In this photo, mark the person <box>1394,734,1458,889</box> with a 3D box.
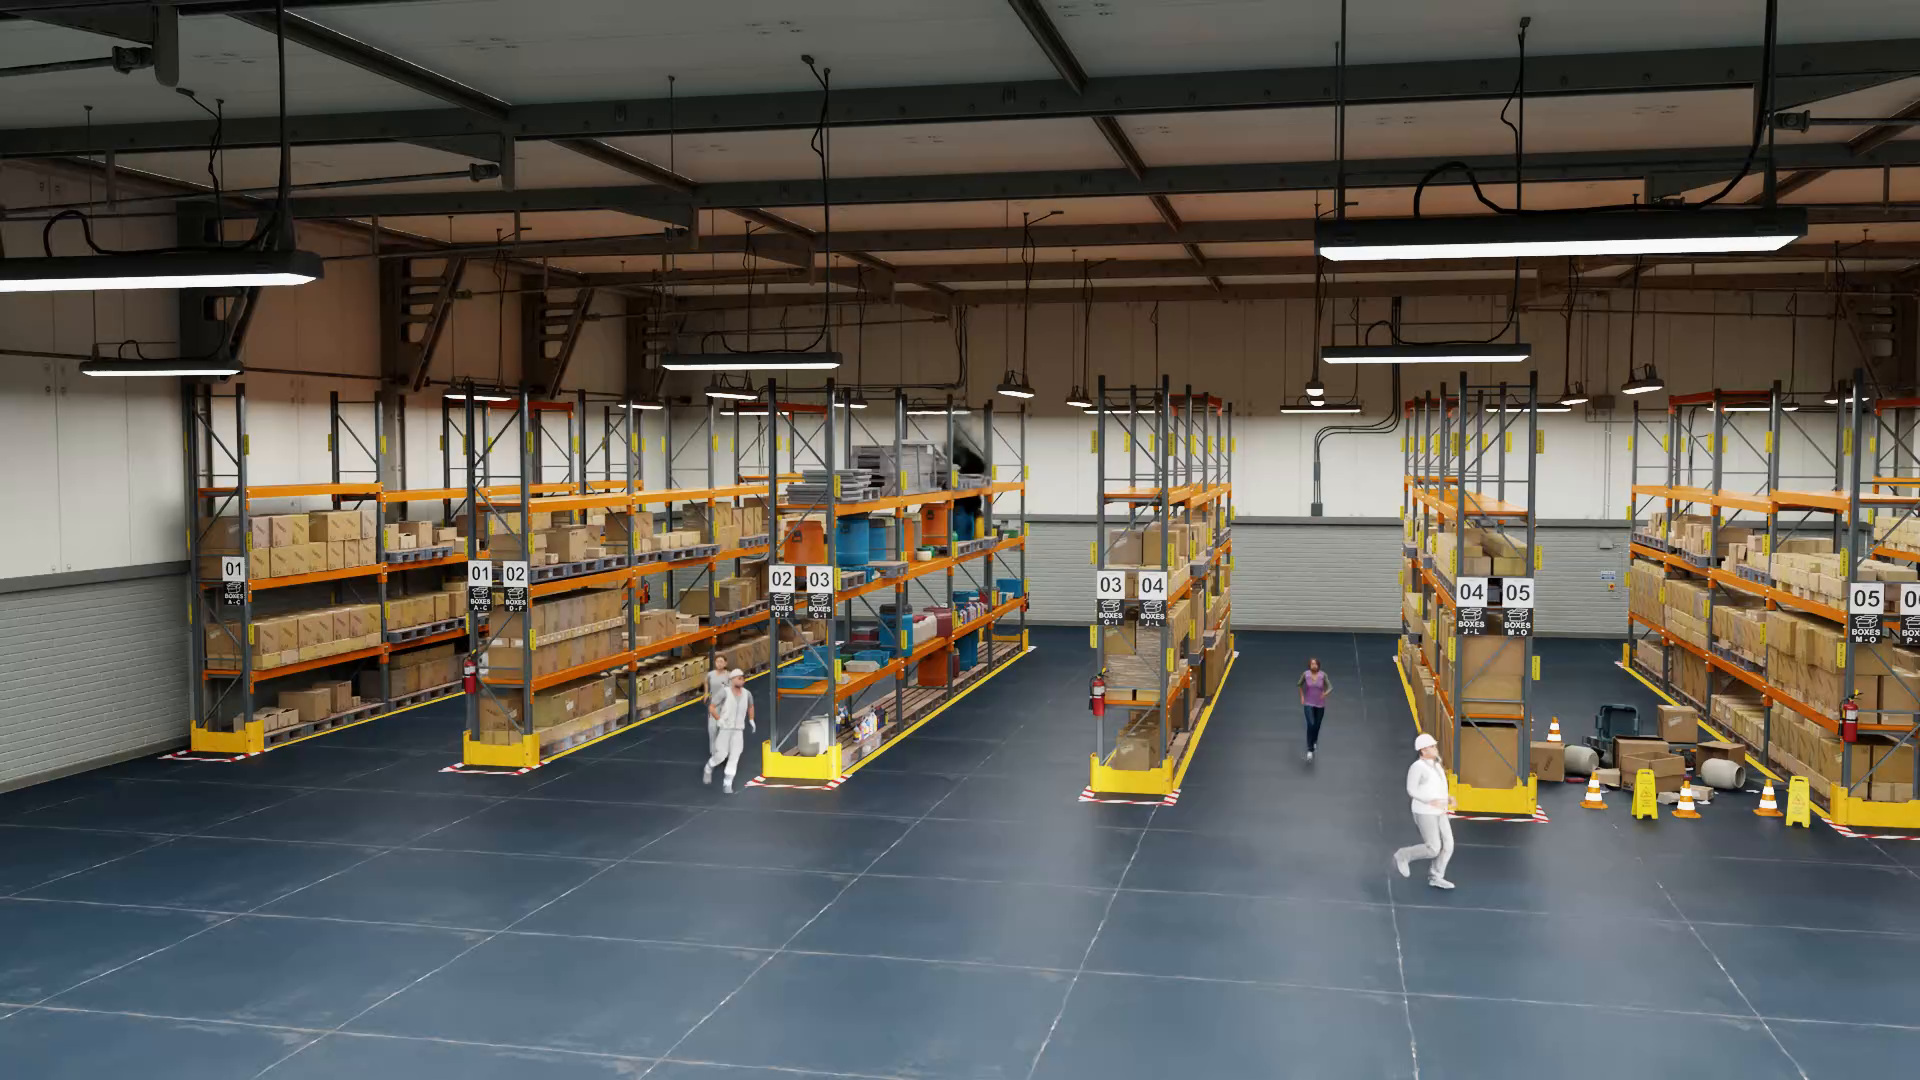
[{"bbox_3d":[5.298,3.059,18.859,0.670,1.723,0.664,3,4,43],"label":"person"}]

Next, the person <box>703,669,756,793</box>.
[{"bbox_3d":[-3.295,2.742,24.146,0.722,1.751,0.806,-2,4,-31],"label":"person"}]

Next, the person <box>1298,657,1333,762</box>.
[{"bbox_3d":[5.682,2.676,26.618,0.533,1.630,0.729,0,3,5],"label":"person"}]

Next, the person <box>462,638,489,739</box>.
[{"bbox_3d":[-8.259,2.507,28.514,0.613,1.672,0.941,1,3,11],"label":"person"}]

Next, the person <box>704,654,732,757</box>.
[{"bbox_3d":[-3.799,2.663,26.312,0.531,1.720,0.738,0,3,-2],"label":"person"}]
